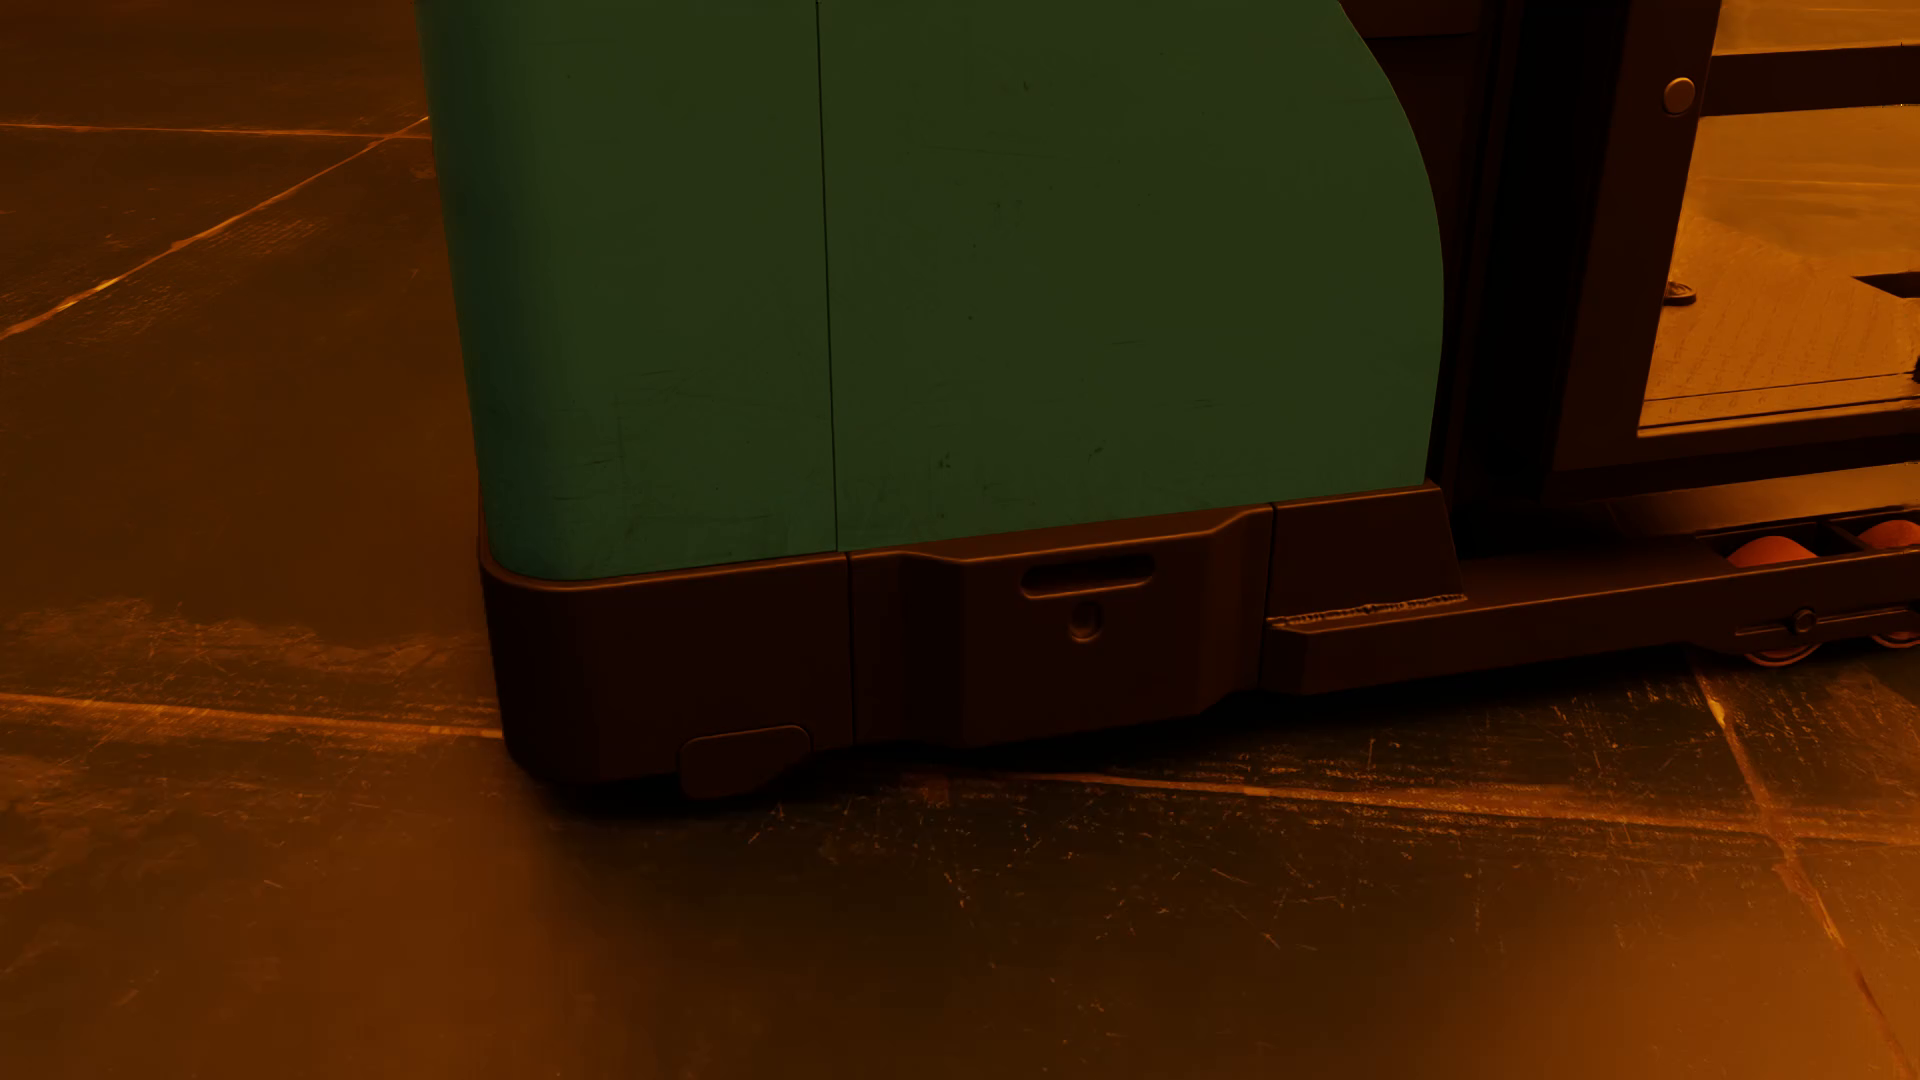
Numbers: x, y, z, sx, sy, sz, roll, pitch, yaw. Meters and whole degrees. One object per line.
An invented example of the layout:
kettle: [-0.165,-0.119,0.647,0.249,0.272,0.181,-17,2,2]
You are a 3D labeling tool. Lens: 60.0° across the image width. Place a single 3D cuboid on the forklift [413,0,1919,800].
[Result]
forklift: [0.849,-1.368,1.959,3.031,2.935,1.130,-7,27,-13]
